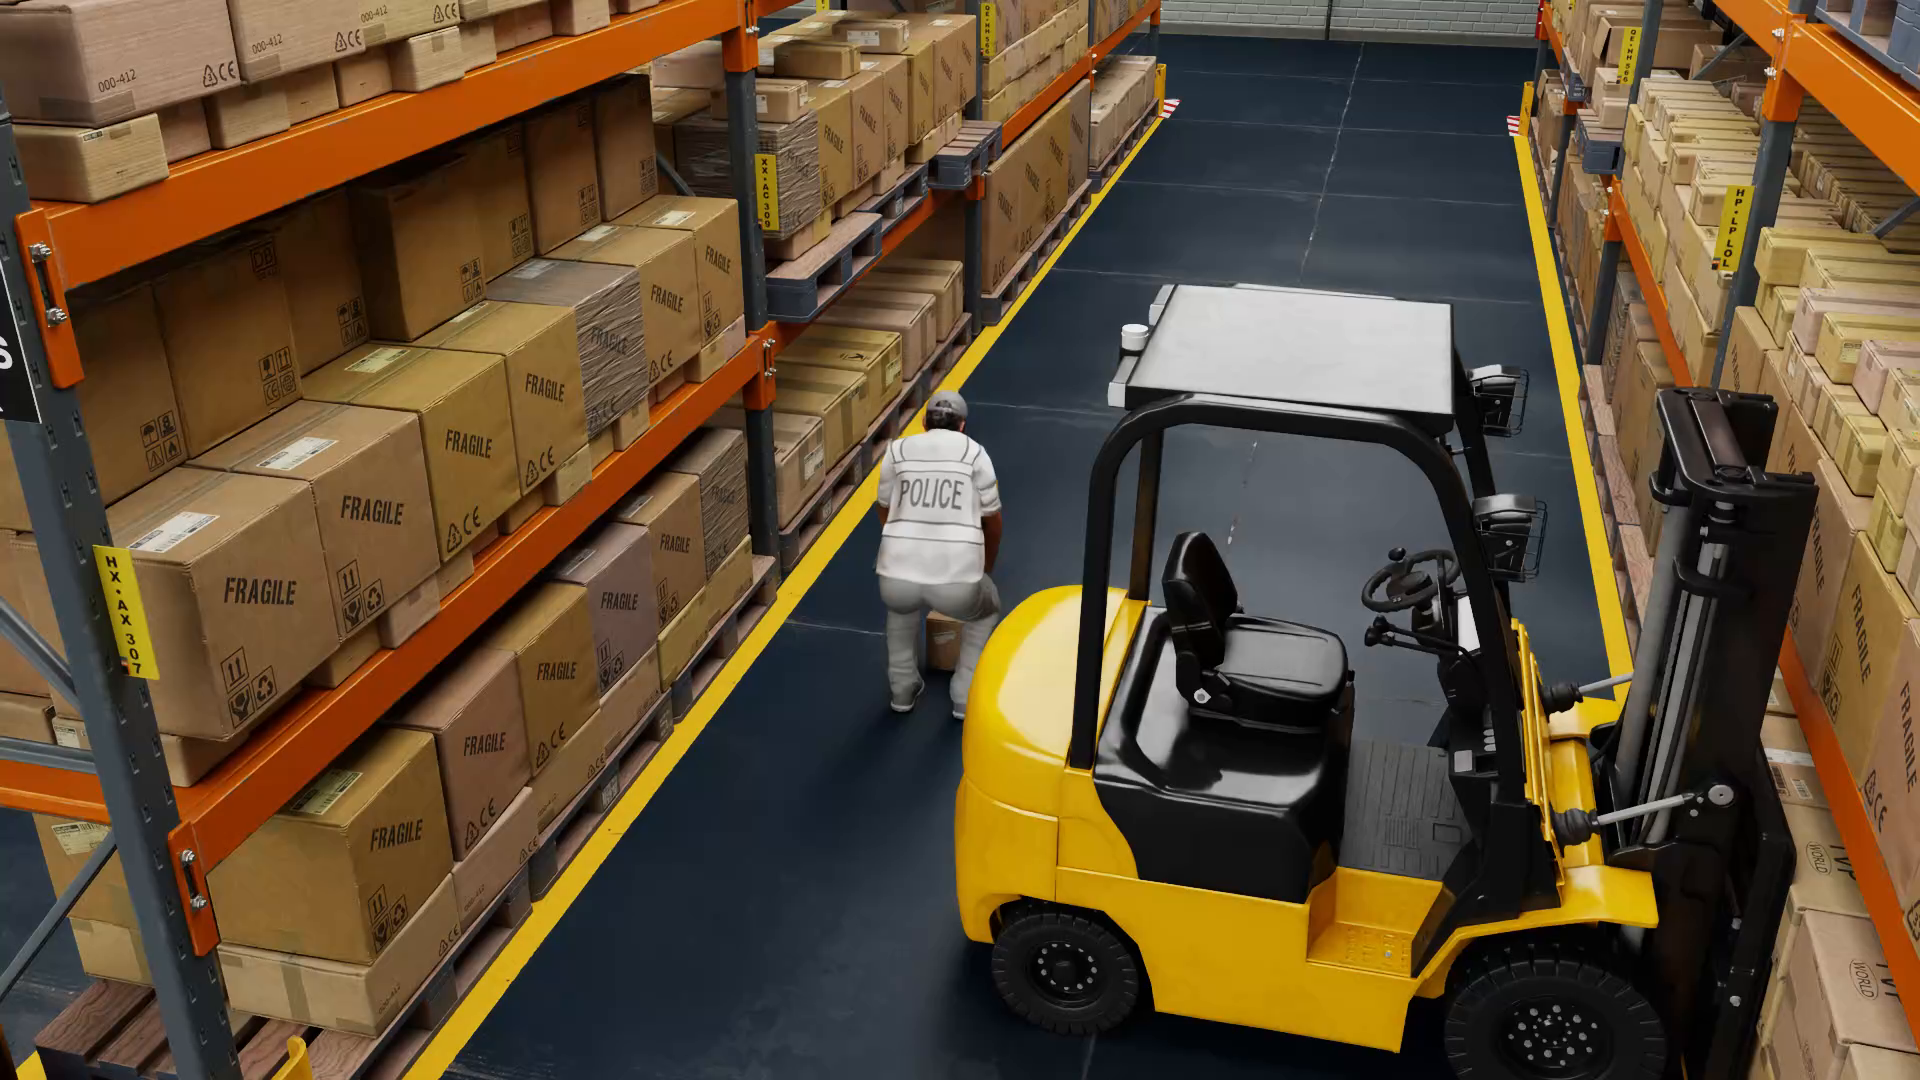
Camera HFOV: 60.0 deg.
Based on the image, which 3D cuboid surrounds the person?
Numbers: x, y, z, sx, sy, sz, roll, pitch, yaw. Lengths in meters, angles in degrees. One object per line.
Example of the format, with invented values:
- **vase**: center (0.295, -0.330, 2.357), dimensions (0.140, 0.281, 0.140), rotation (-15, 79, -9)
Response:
- **person**: center (-0.110, 0.080, 6.881), dimensions (0.537, 1.294, 0.774), rotation (6, 26, 12)
